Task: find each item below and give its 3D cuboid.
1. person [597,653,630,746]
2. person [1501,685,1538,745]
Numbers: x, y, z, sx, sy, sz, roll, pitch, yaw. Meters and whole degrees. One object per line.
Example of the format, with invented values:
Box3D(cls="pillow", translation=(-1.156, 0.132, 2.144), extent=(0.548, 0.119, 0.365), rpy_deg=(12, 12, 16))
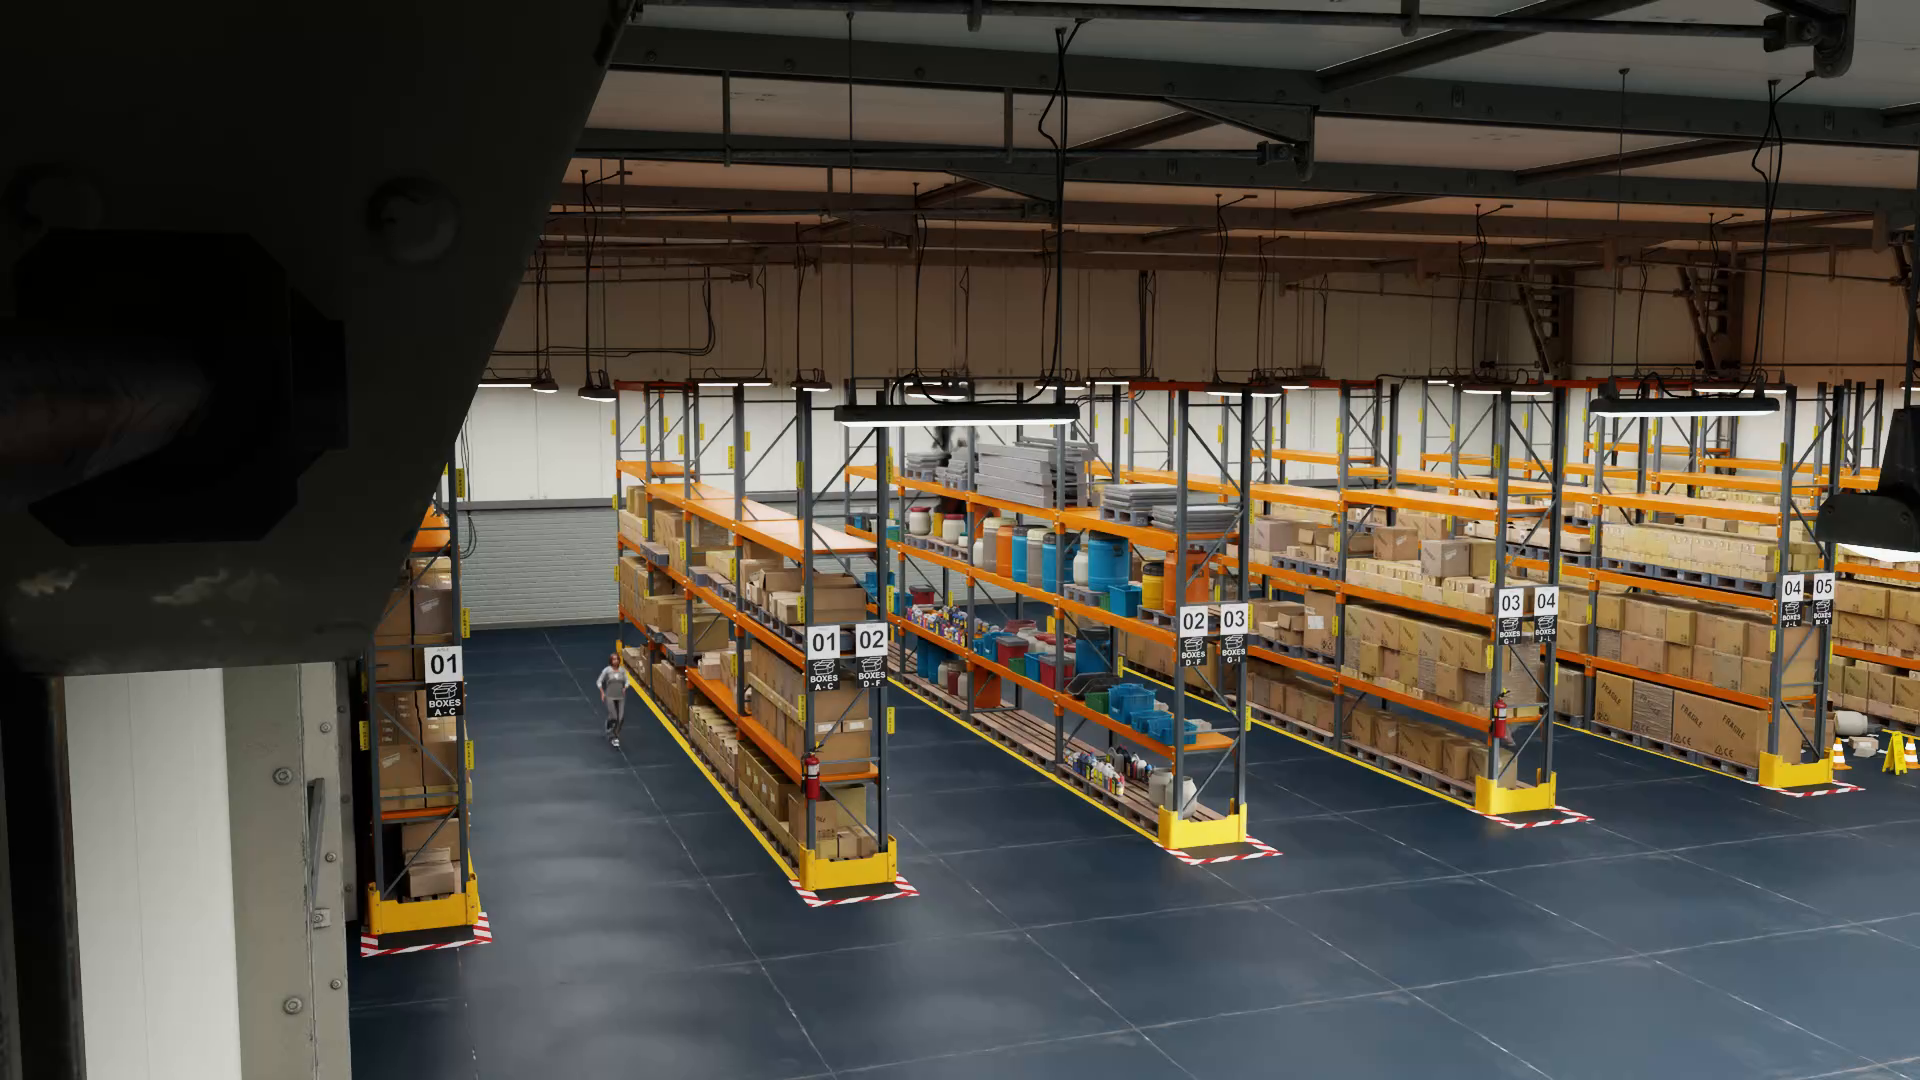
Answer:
Box3D(cls="person", translation=(-5.717, 2.647, 27.586), extent=(0.531, 1.557, 0.539), rpy_deg=(-3, 7, -26))
Box3D(cls="person", translation=(9.268, 2.593, 27.545), extent=(0.603, 1.651, 0.599), rpy_deg=(-4, 7, -33))
